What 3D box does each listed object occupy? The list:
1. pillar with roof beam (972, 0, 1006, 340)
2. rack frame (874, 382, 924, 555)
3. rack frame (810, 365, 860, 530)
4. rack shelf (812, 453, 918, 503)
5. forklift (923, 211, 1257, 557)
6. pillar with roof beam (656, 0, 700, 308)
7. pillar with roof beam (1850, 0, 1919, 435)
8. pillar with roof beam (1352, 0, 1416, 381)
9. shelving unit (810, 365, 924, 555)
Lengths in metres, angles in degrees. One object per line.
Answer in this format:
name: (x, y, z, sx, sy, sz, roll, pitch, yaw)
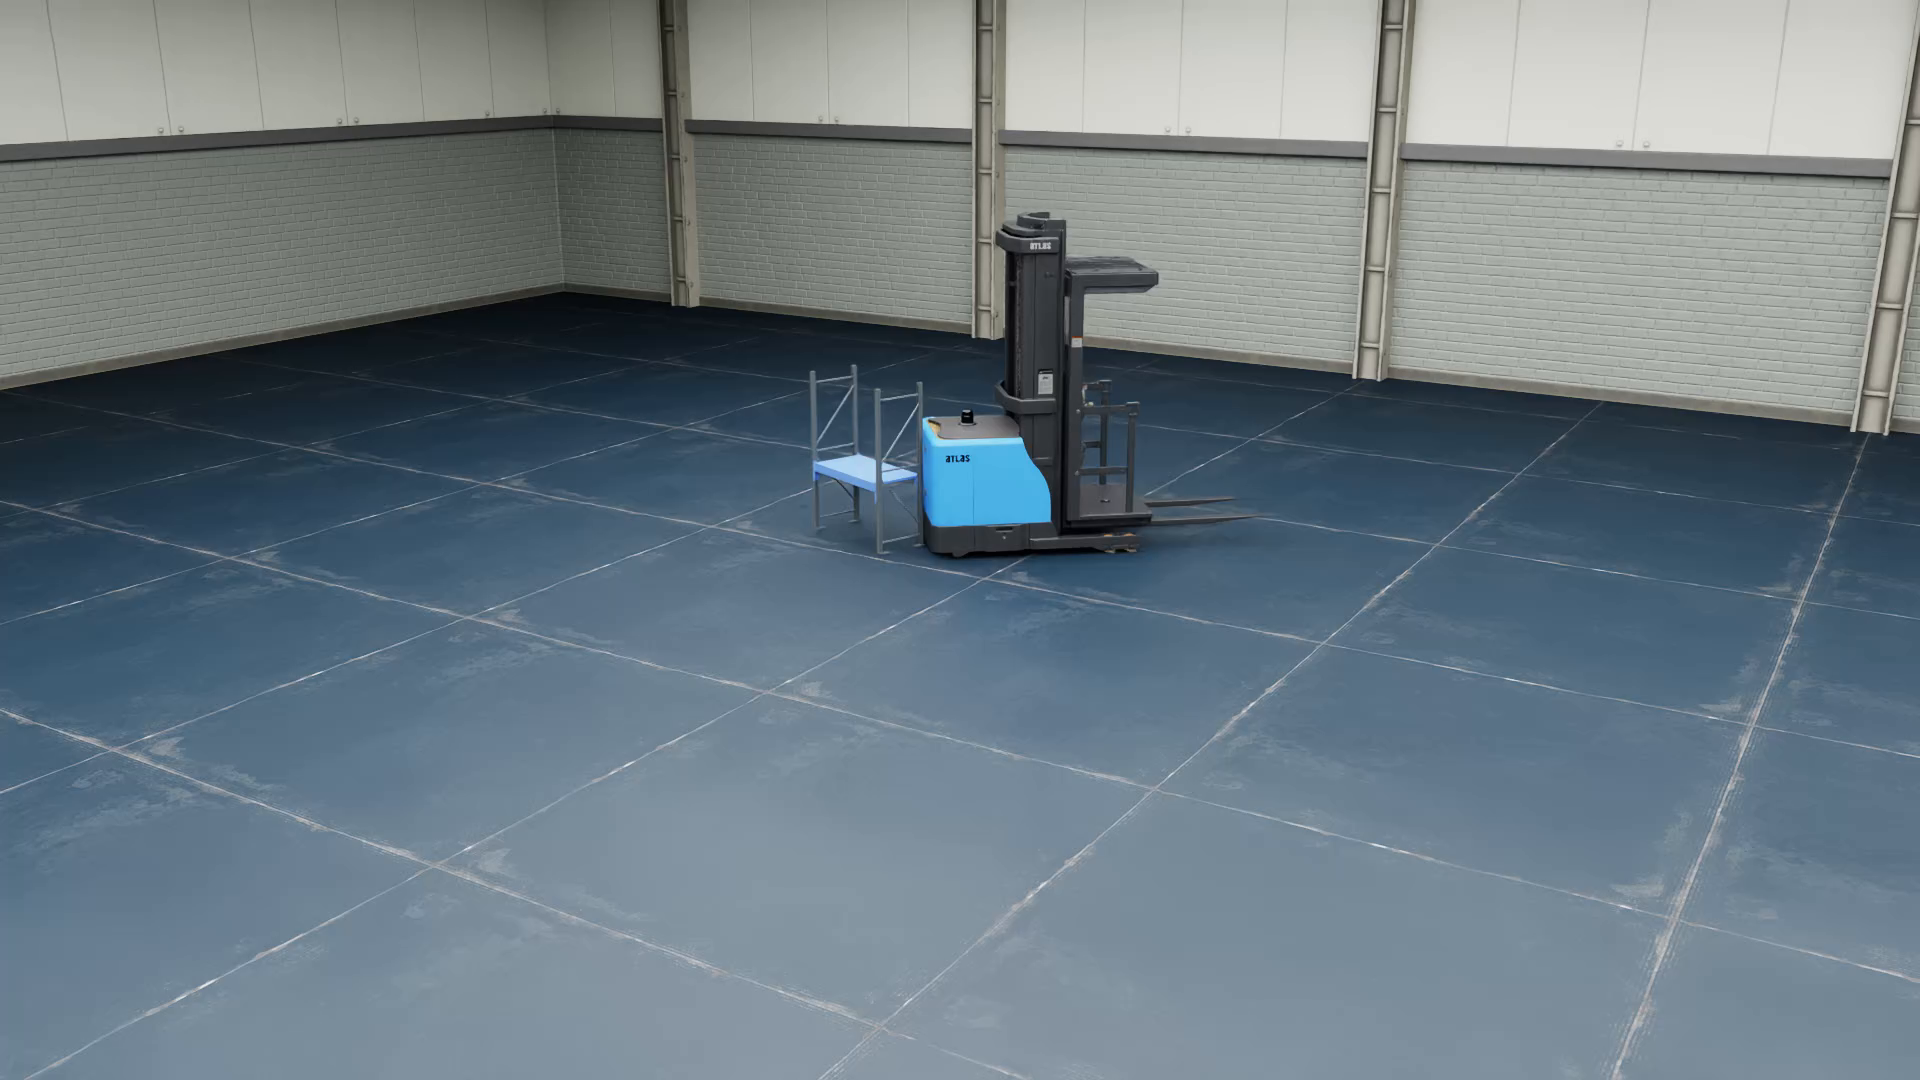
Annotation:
pillar with roof beam: (-1.829, -6.343, 20.647, 0.400, 9.000, 9.100, 10, 20, 30)
rack frame: (-0.535, -0.630, 14.745, 0.500, 1.500, 0.032, -13, 21, -36)
rack frame: (-1.164, -0.863, 15.510, 0.500, 1.500, 0.032, -13, 21, -36)
rack shelf: (-0.849, -0.574, 15.180, 0.538, 0.185, 1.000, -13, 21, -36)
forklift: (1.169, -1.433, 14.926, 3.031, 2.935, 1.130, -3, 17, -9)
pillar with roof beam: (-6.942, -7.255, 23.652, 0.400, 9.000, 9.100, 10, 20, 30)
pillar with roof beam: (8.396, -4.517, 14.638, 0.400, 9.000, 9.100, 10, 20, 30)
pillar with roof beam: (3.284, -5.430, 17.643, 0.400, 9.000, 9.100, 10, 20, 30)
shelving unit: (-0.849, -0.747, 15.127, 0.538, 1.500, 1.048, -13, 21, -36)
